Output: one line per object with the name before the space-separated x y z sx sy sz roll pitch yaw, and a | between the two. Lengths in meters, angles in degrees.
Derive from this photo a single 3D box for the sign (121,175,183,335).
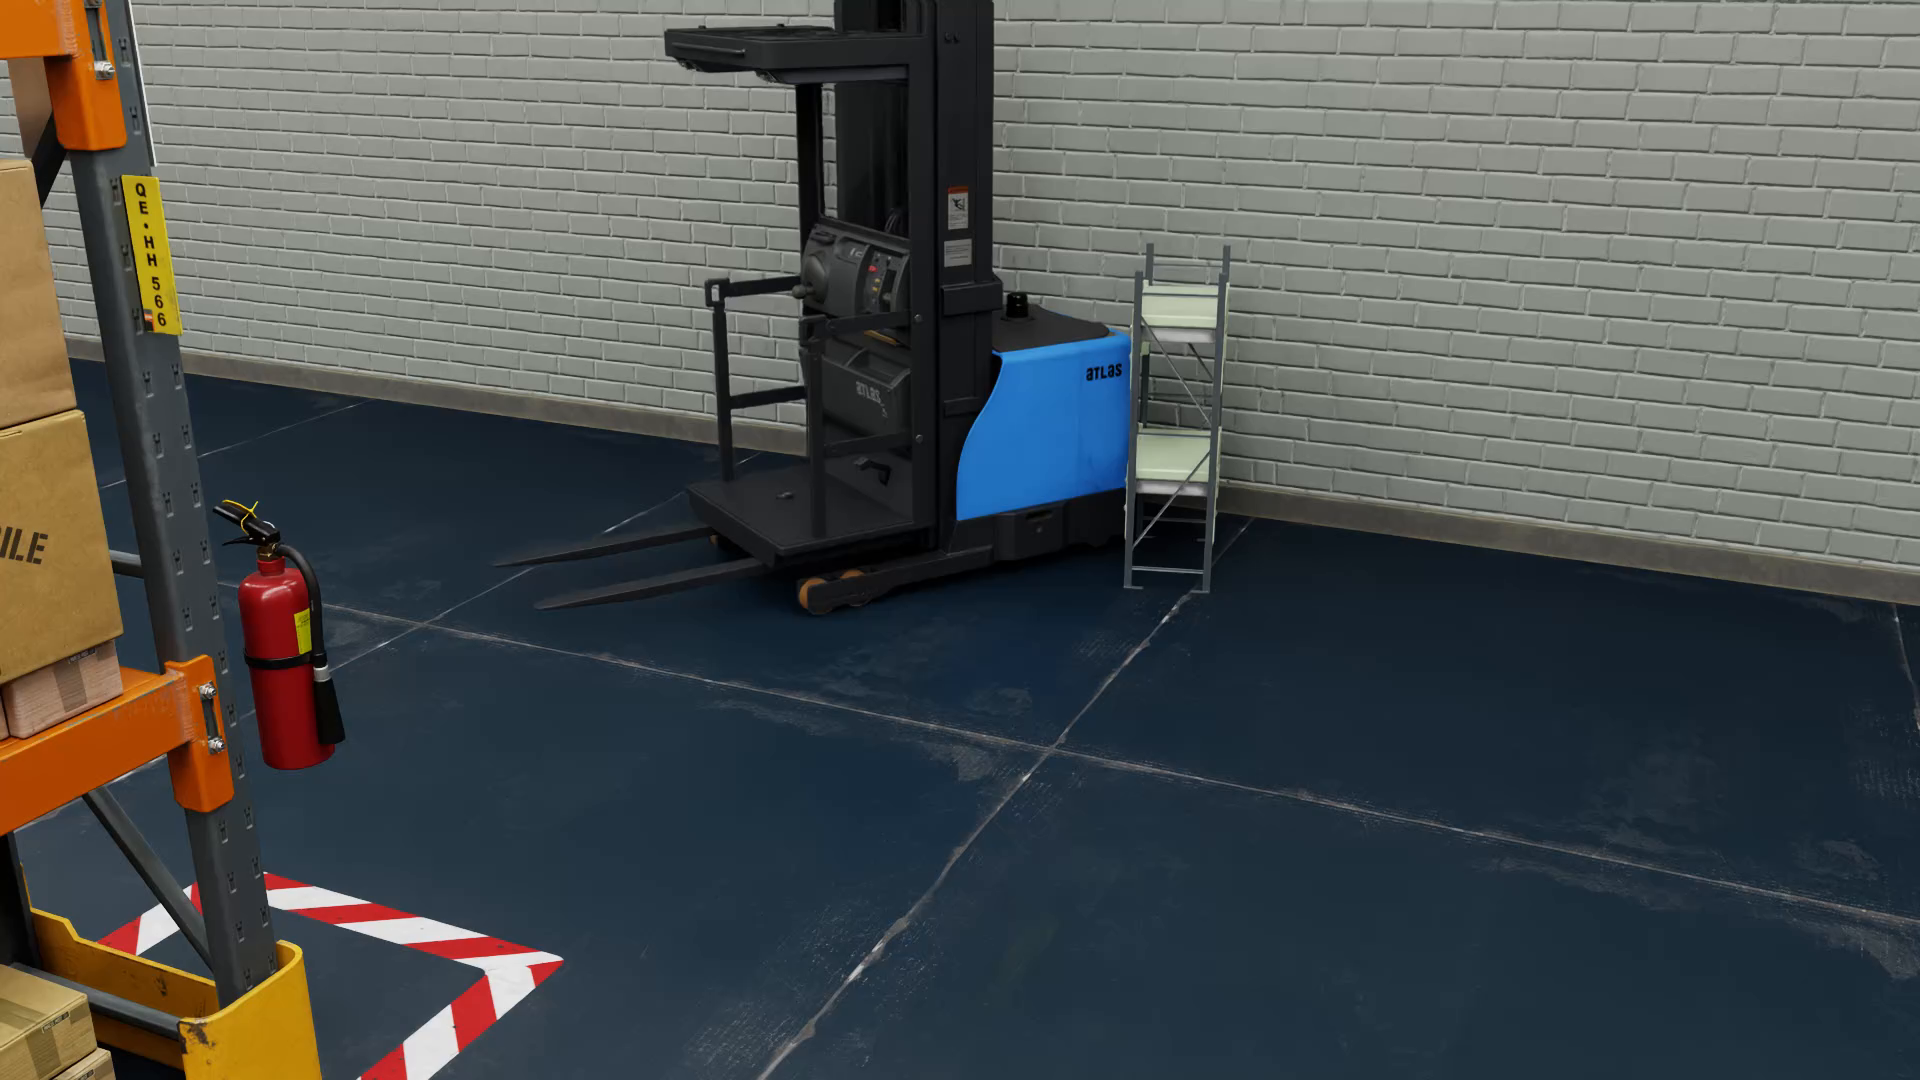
sign | -1.675 -0.589 3.448 0.100 0.325 0.005 9 21 23

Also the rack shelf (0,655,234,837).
rack shelf | -2.992 0.974 2.328 1.077 0.370 4.000 9 21 23

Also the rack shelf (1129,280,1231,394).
rack shelf | 1.033 -0.958 7.759 0.431 0.370 0.720 3 20 9

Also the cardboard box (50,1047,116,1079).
cardboard box | -2.129 1.229 3.720 0.380 0.149 0.250 8 21 21

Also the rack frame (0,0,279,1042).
rack frame | -2.173 0.023 3.927 1.000 3.000 0.127 9 21 23

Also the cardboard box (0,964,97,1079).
cardboard box | -2.158 1.085 3.682 0.380 0.149 0.250 9 21 23

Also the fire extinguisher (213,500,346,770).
fire extinguisher | -1.649 0.222 4.041 0.296 0.674 0.183 9 21 23

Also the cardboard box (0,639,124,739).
cardboard box | -2.048 0.280 3.580 0.380 0.149 0.250 9 21 23

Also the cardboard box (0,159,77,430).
cardboard box | -2.133 -0.461 3.203 0.500 0.500 0.500 8 21 22

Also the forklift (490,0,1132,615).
forklift | -0.666 -1.242 7.587 3.031 2.935 1.130 -12 23 -30

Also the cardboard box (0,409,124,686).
cardboard box | -2.122 0.009 3.375 0.500 0.500 0.500 9 21 24

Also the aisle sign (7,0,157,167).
aisle sign | -1.869 -1.183 3.438 0.394 0.787 0.004 9 21 23

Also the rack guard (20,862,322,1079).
rack guard | -2.204 1.224 4.280 1.175 0.500 0.348 9 21 23

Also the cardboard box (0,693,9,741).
cardboard box | -2.185 0.351 3.380 0.380 0.149 0.250 9 21 23

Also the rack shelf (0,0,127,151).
rack shelf | -2.992 -0.440 1.826 1.077 0.370 4.000 9 21 23

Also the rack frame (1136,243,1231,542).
rack frame | 1.096 -0.711 8.230 0.400 1.500 0.023 3 20 9

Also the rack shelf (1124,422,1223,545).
rack shelf | 1.033 -0.283 7.999 0.431 0.370 0.720 3 20 9

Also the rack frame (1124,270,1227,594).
rack frame | 0.970 -0.469 7.550 0.400 1.500 0.023 3 20 9

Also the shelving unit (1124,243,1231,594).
shelving unit | 1.033 -0.590 7.890 0.431 1.500 0.755 3 20 9
